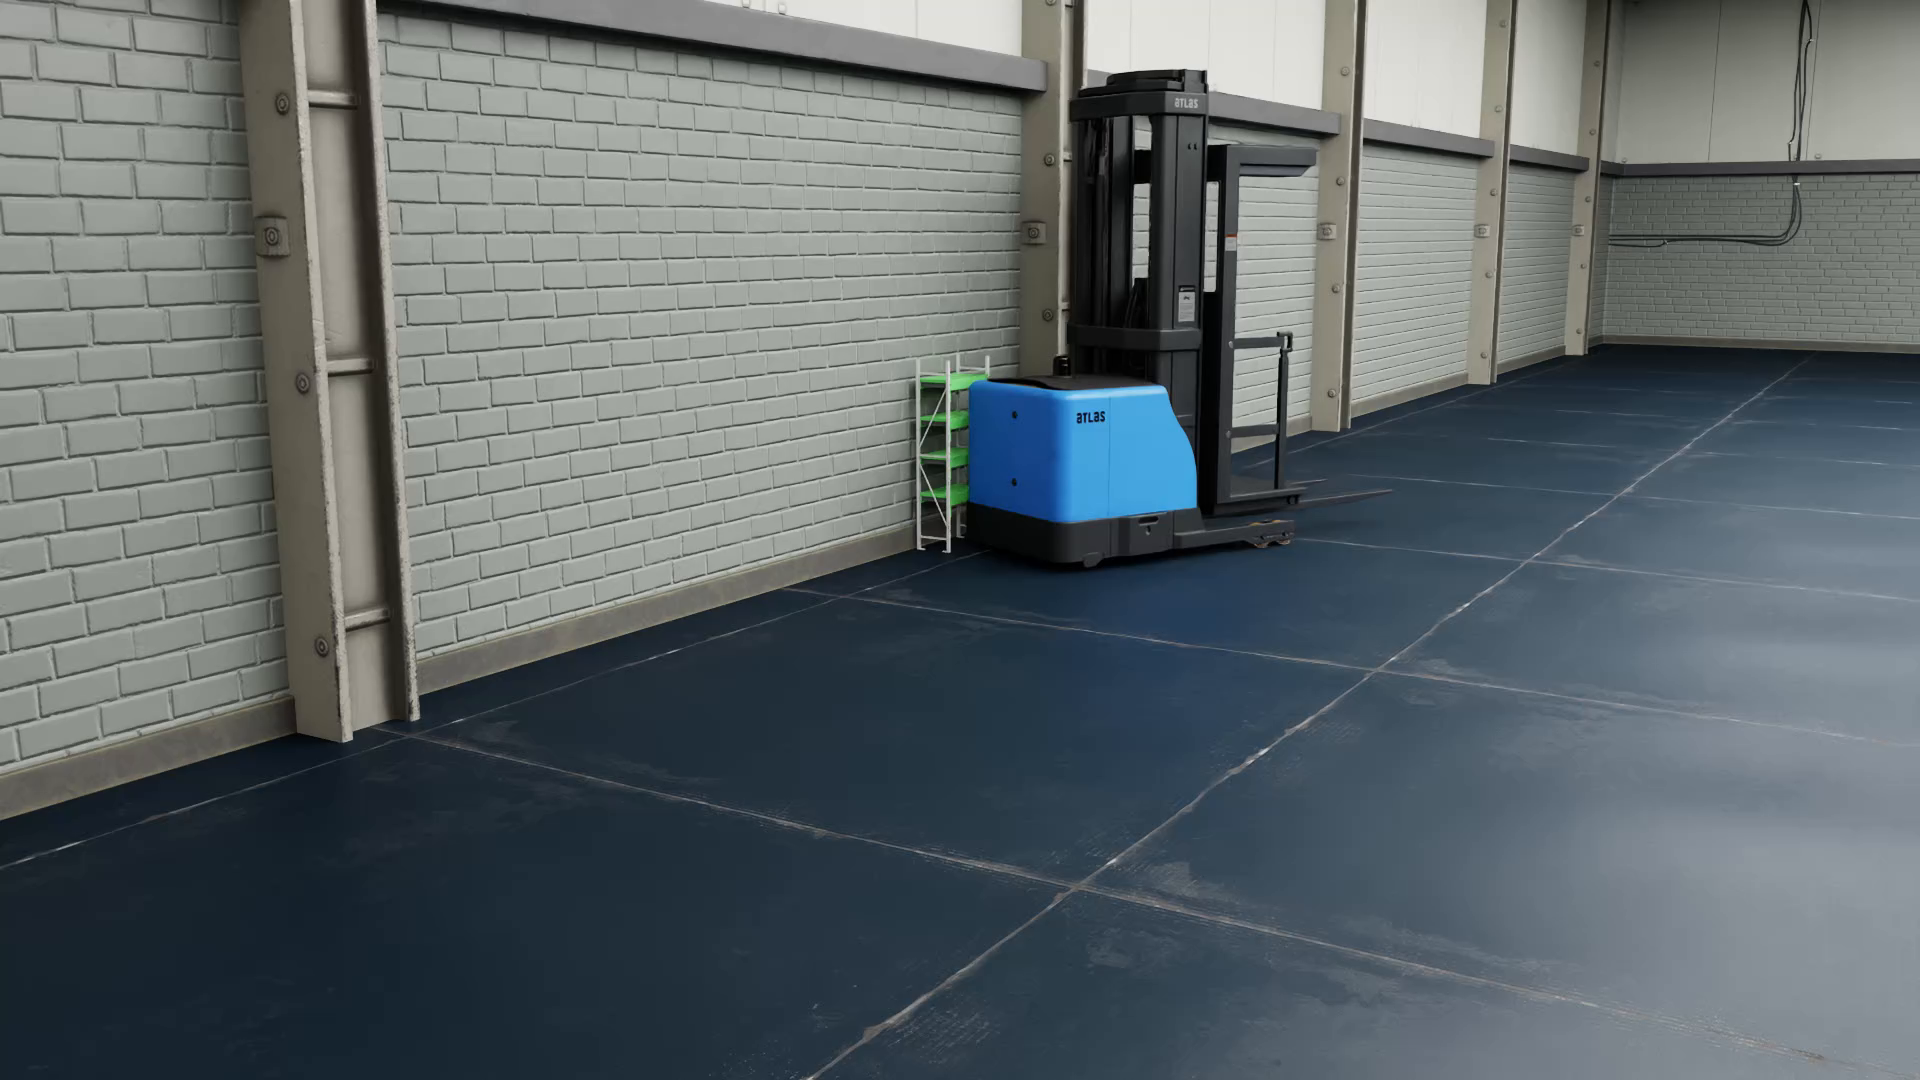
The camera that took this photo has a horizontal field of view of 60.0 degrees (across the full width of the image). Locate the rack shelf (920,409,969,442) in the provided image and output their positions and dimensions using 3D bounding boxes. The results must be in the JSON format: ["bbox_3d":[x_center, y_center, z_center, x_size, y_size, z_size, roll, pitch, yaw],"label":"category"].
[{"bbox_3d":[-0.043,-0.733,10.562,0.258,0.148,0.480,6,12,30],"label":"rack shelf"}]

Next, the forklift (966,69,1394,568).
[{"bbox_3d":[1.551,-1.461,10.706,3.031,2.935,1.130,-7,13,-33],"label":"forklift"}]

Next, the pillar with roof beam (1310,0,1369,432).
[{"bbox_3d":[7.435,-5.142,13.881,9.100,9.000,0.400,6,12,31],"label":"pillar with roof beam"}]

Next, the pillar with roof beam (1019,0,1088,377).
[{"bbox_3d":[4.320,-4.199,8.841,9.100,9.000,0.400,6,12,31],"label":"pillar with roof beam"}]

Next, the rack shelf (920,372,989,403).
[{"bbox_3d":[-0.044,-0.969,10.518,0.258,0.148,0.480,6,12,30],"label":"rack shelf"}]

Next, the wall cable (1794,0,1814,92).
[{"bbox_3d":[14.958,-8.475,26.400,3.097,2.526,0.112,6,12,31],"label":"wall cable"}]

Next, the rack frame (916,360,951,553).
[{"bbox_3d":[-0.167,-0.521,10.388,0.240,1.200,0.015,6,12,30],"label":"rack frame"}]

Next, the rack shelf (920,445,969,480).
[{"bbox_3d":[-0.042,-0.497,10.606,0.258,0.148,0.480,6,12,30],"label":"rack shelf"}]

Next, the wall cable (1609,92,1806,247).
[{"bbox_3d":[12.646,-6.251,28.245,3.097,2.526,0.112,6,12,31],"label":"wall cable"}]

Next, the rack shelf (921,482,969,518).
[{"bbox_3d":[-0.042,-0.261,10.650,0.258,0.148,0.480,6,12,30],"label":"rack shelf"}]

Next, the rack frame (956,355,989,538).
[{"bbox_3d":[0.082,-0.598,10.801,0.240,1.200,0.015,6,12,30],"label":"rack frame"}]

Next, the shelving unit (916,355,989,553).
[{"bbox_3d":[-0.043,-0.559,10.594,0.258,1.200,0.503,6,12,30],"label":"shelving unit"}]

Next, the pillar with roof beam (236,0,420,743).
[{"bbox_3d":[1.205,-3.255,3.801,9.100,9.000,0.400,6,12,31],"label":"pillar with roof beam"}]

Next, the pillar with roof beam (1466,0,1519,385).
[{"bbox_3d":[10.550,-6.086,18.922,9.100,9.000,0.400,6,12,31],"label":"pillar with roof beam"}]

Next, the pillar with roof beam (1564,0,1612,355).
[{"bbox_3d":[13.666,-7.029,23.962,9.100,9.000,0.400,6,12,31],"label":"pillar with roof beam"}]
